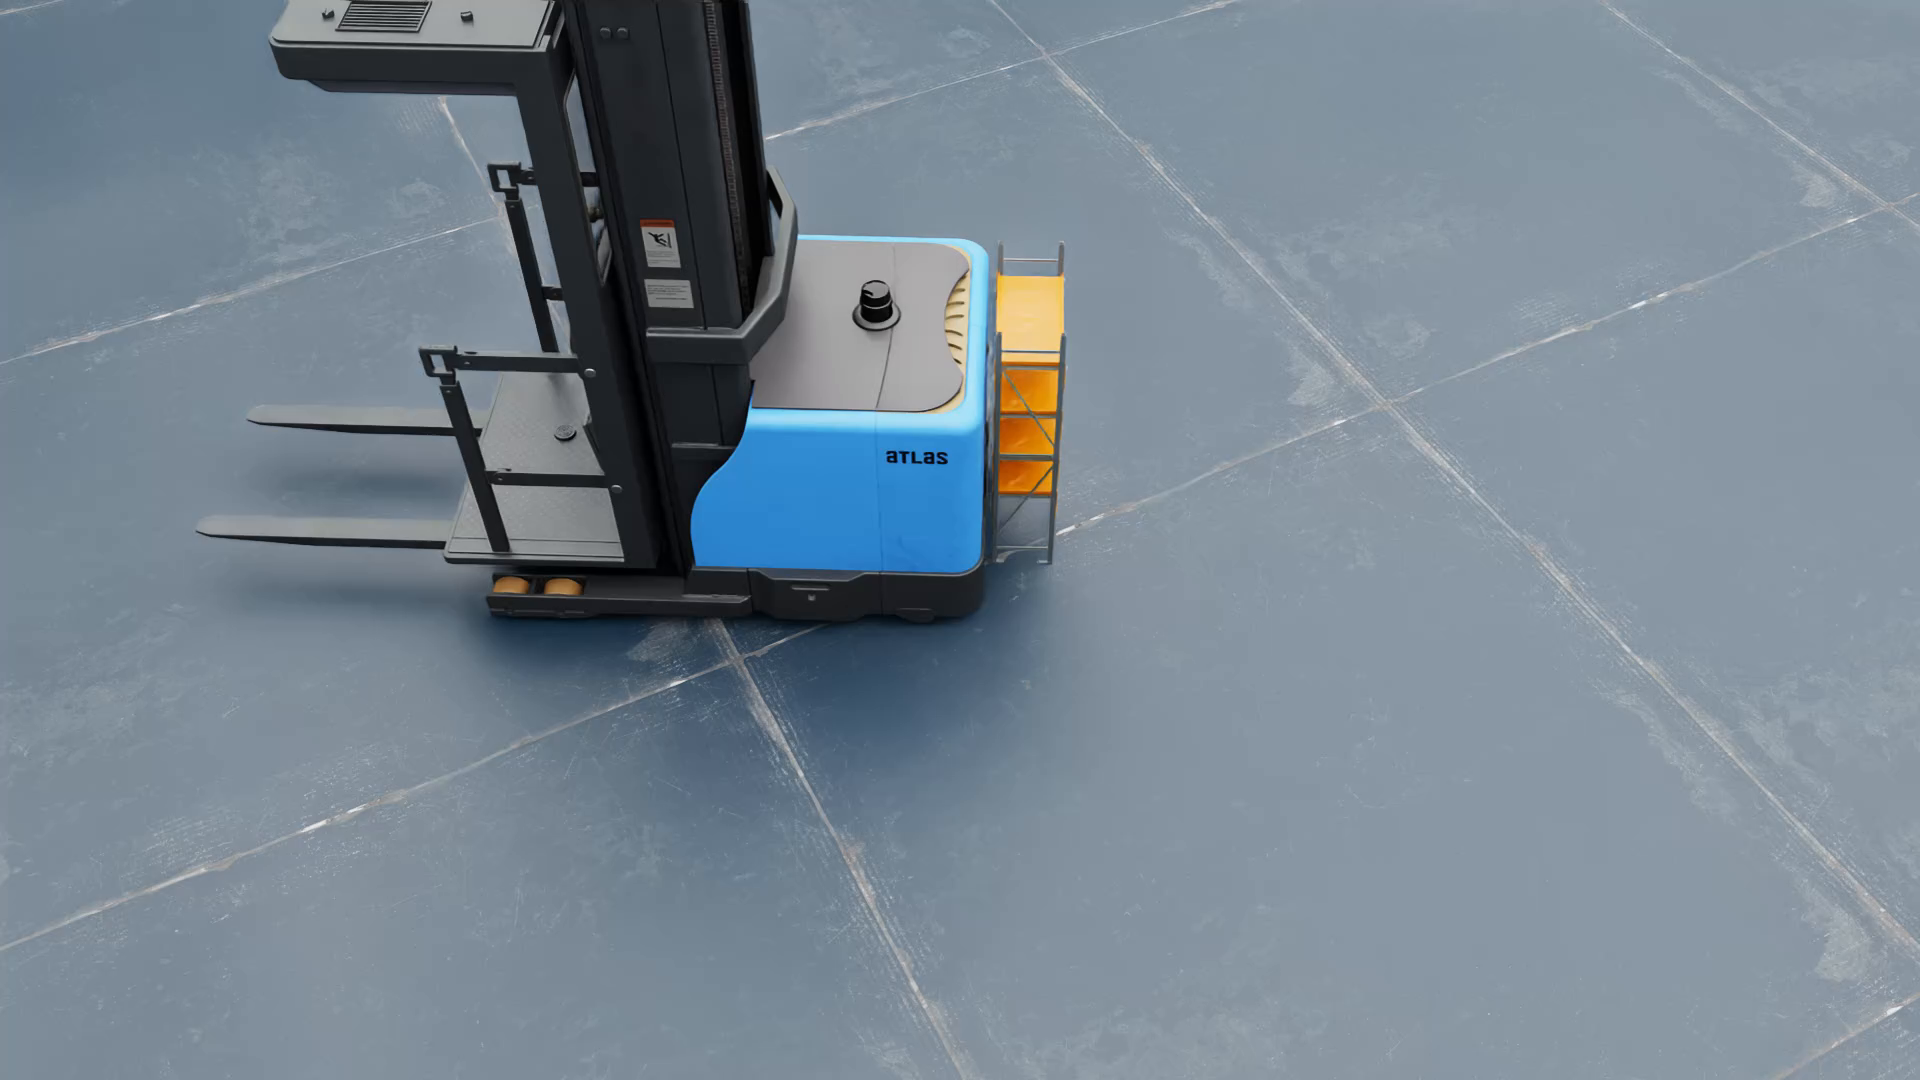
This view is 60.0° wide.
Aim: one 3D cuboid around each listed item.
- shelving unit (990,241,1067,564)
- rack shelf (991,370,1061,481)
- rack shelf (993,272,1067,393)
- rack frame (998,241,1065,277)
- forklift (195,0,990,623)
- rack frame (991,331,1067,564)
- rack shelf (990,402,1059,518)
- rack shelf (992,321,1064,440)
[{"bbox_3d":[0.251,-0.492,6.276,0.258,1.200,0.503,1,49,1],"label":"shelving unit"},{"bbox_3d":[0.251,-0.448,6.326,0.258,0.148,0.480,1,49,1],"label":"rack shelf"},{"bbox_3d":[0.251,-0.751,5.980,0.258,0.148,0.480,1,49,1],"label":"rack shelf"},{"bbox_3d":[0.258,-0.675,6.436,0.240,1.200,0.015,1,49,1],"label":"rack frame"},{"bbox_3d":[-1.409,-1.061,5.624,3.031,2.935,1.130,2,49,1],"label":"forklift"},{"bbox_3d":[0.244,-0.308,6.115,0.240,1.200,0.015,1,49,1],"label":"rack frame"},{"bbox_3d":[0.251,-0.317,6.476,0.258,0.148,0.480,1,49,1],"label":"rack shelf"},{"bbox_3d":[0.251,-0.595,6.158,0.258,0.148,0.480,1,49,1],"label":"rack shelf"}]
